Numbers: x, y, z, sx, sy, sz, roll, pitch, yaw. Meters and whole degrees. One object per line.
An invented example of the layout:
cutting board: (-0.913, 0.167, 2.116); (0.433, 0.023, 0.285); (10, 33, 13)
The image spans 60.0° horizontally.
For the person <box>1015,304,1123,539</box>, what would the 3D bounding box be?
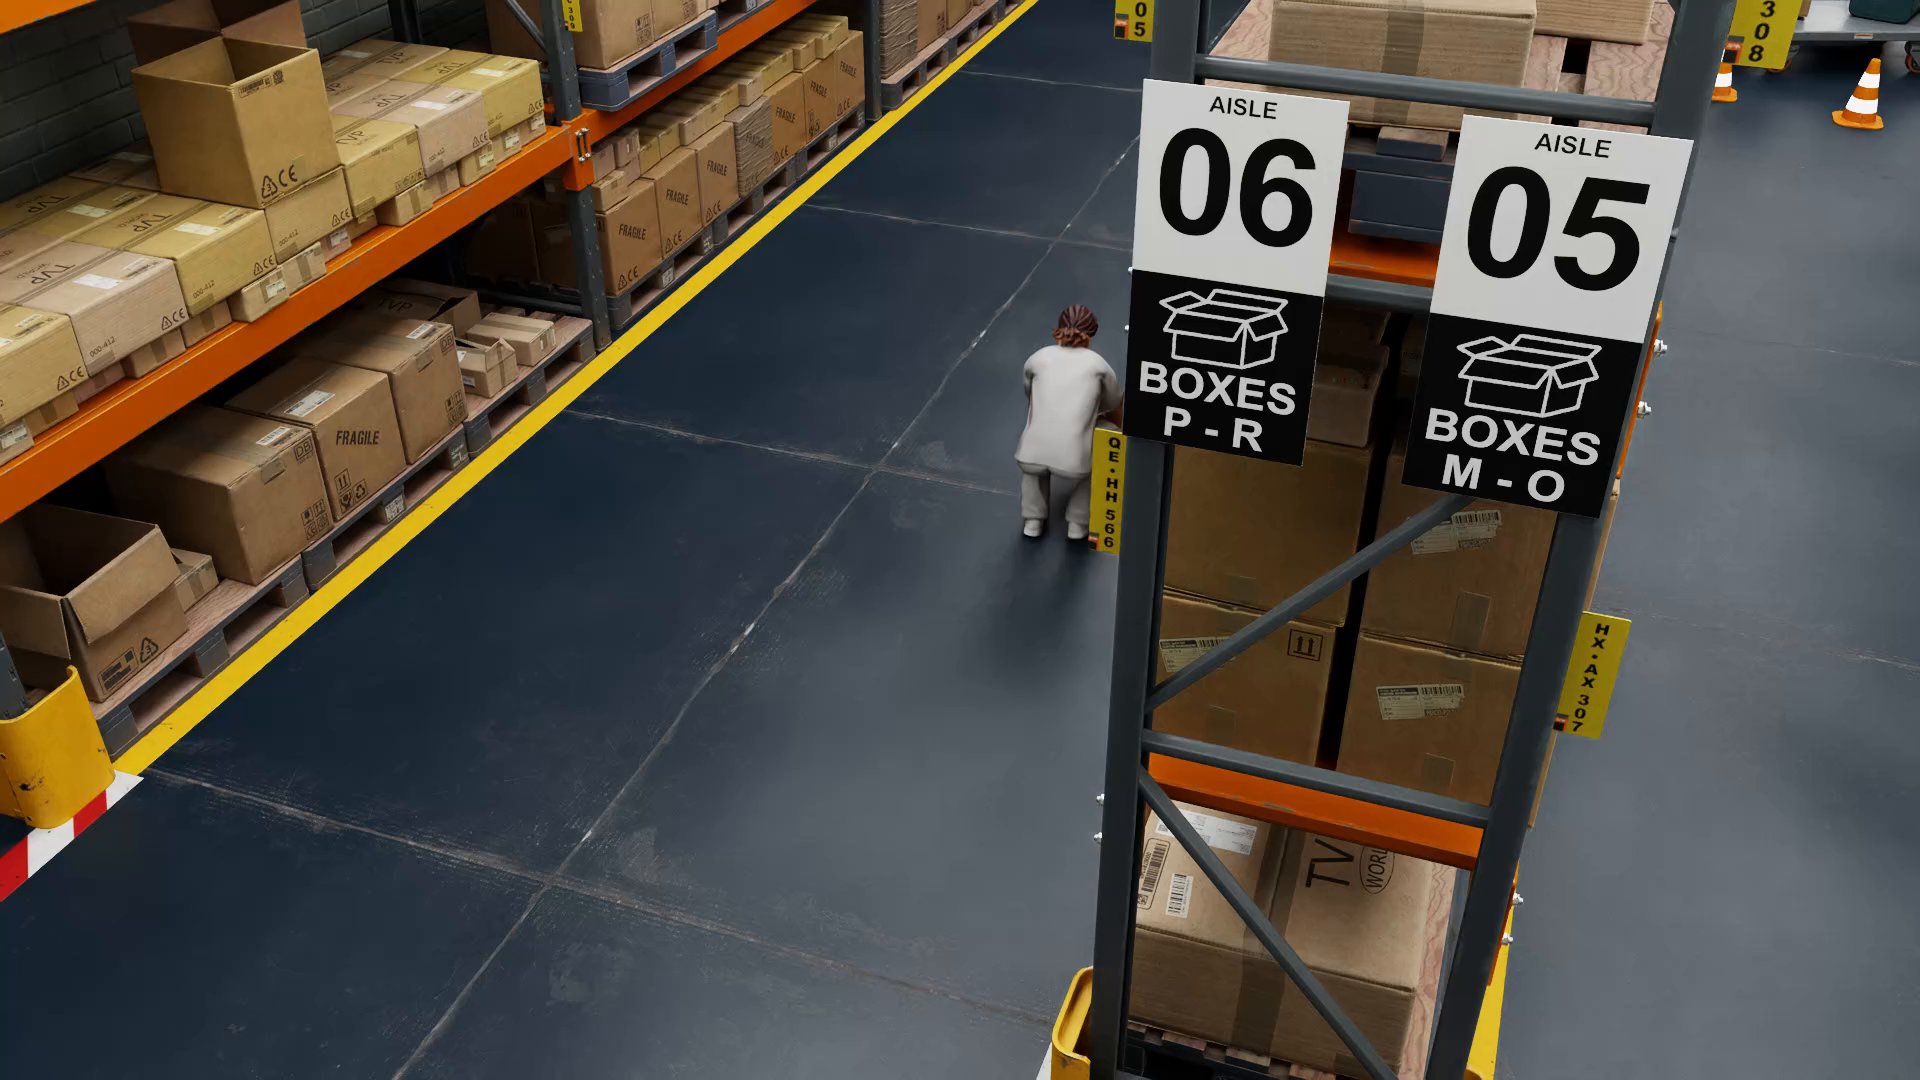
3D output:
person: (0.480, -0.524, 7.595); (0.477, 0.955, 0.794); (11, 35, 16)
